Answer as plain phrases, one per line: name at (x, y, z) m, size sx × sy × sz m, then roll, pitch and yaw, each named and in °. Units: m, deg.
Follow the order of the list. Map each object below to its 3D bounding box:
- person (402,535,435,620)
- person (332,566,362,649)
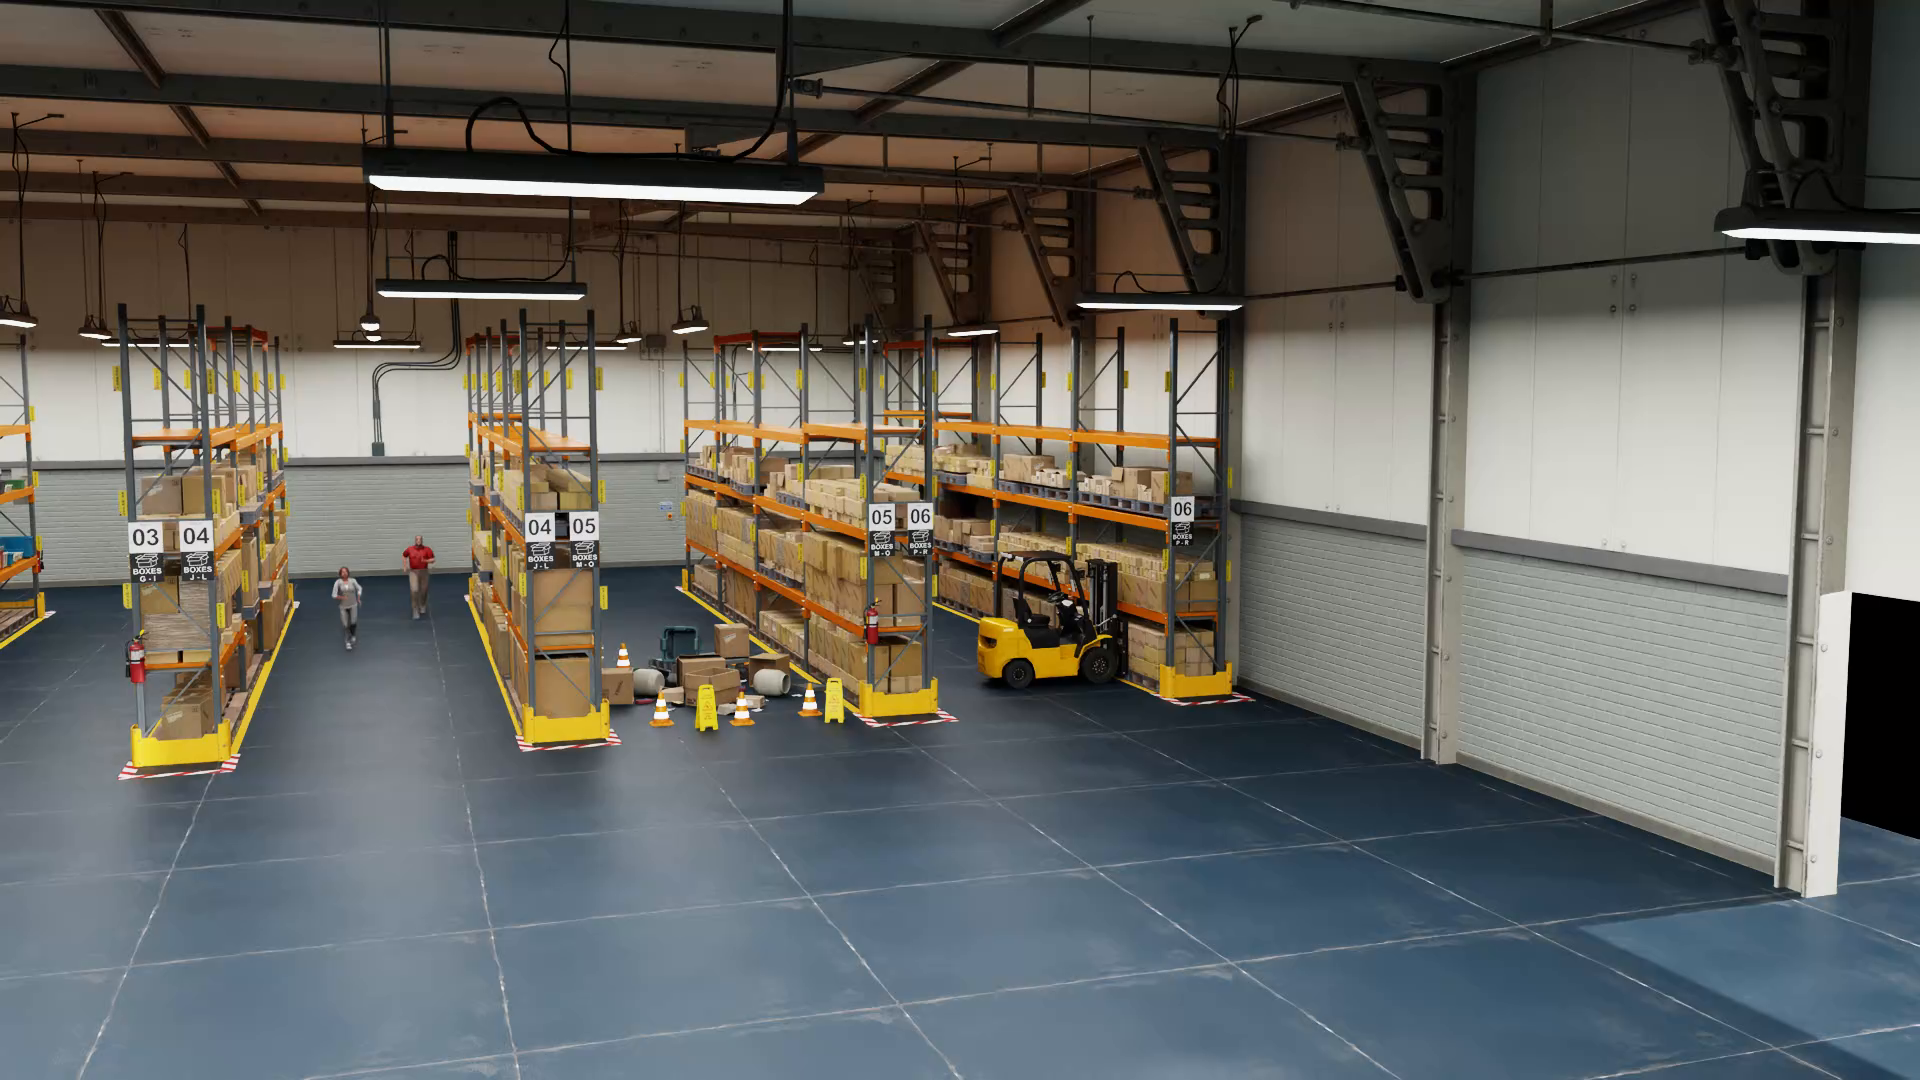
person at (-11.537, 0.771, 35.482) m, size 0.646 × 1.765 × 0.892 m, roll -2°, pitch 6°, yaw -23°
person at (-11.446, 1.273, 31.077) m, size 0.535 × 1.560 × 0.567 m, roll -2°, pitch 6°, yaw -22°
